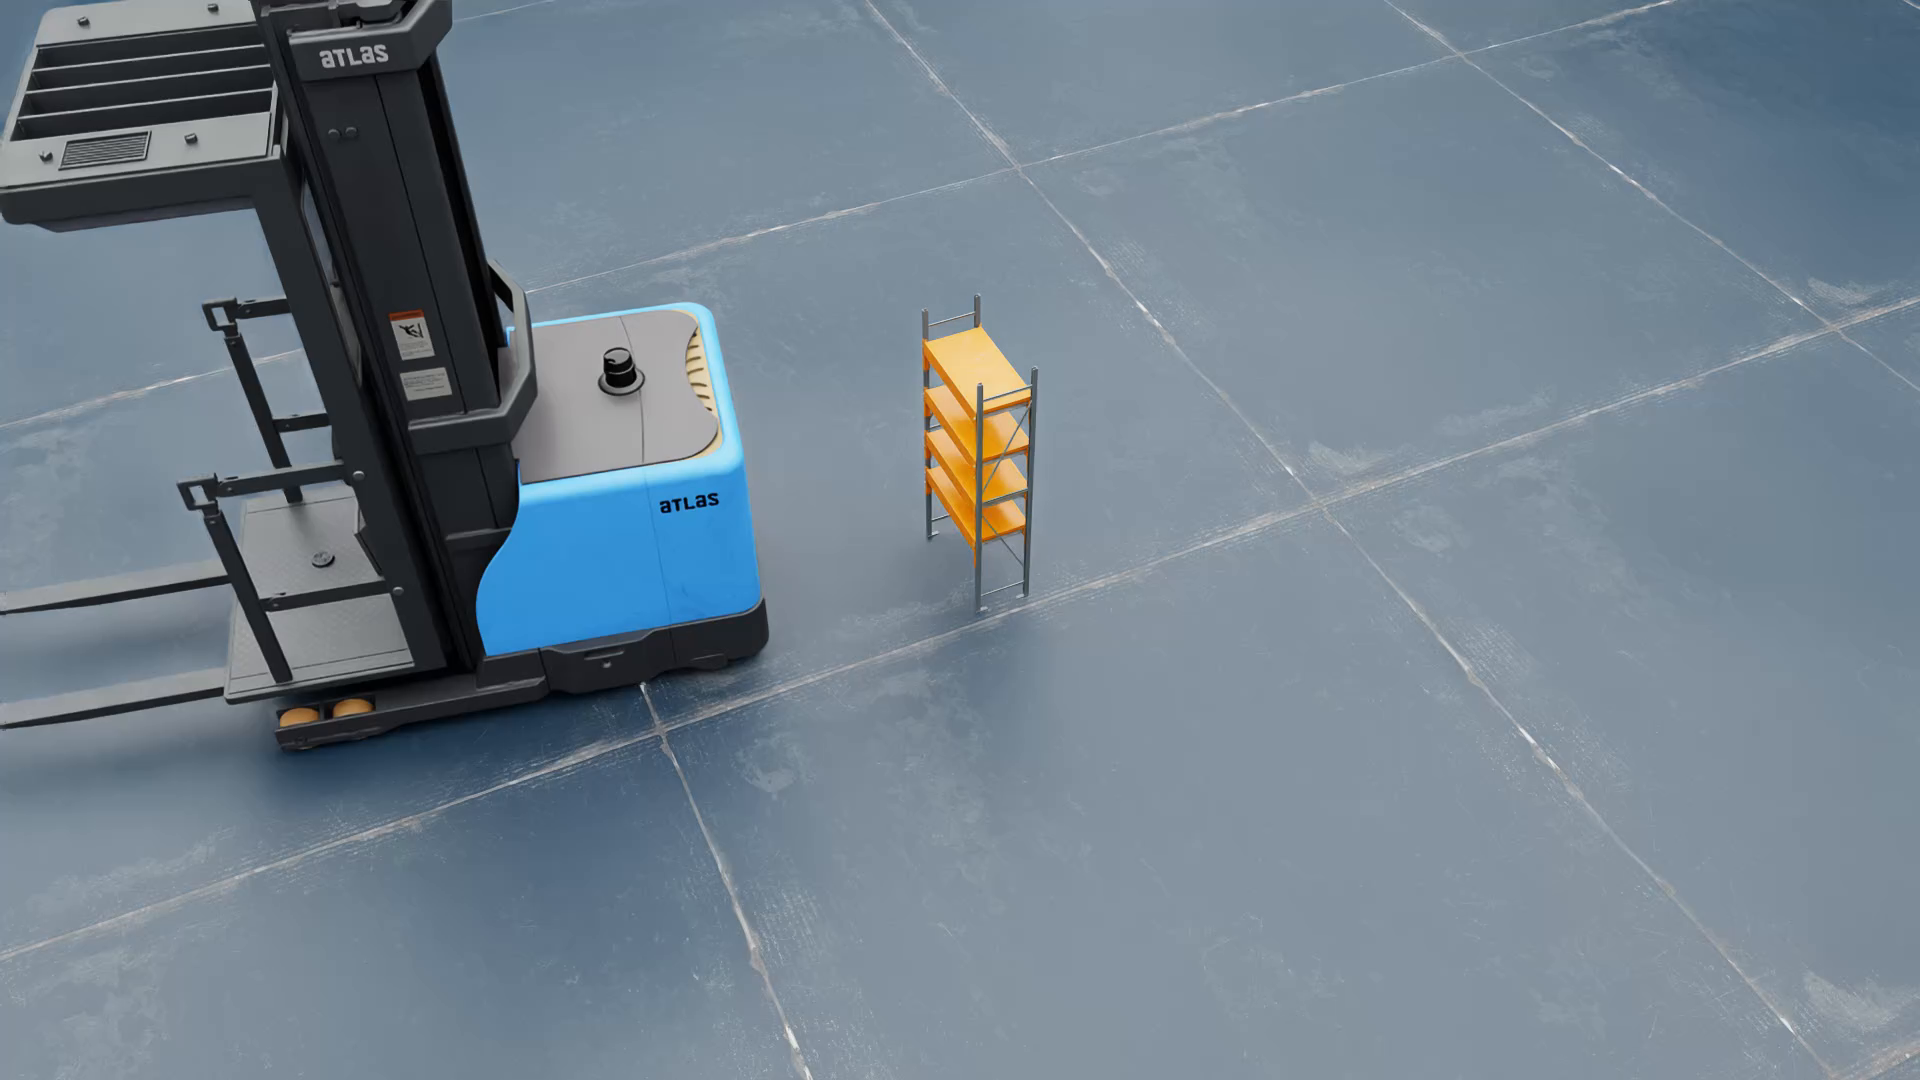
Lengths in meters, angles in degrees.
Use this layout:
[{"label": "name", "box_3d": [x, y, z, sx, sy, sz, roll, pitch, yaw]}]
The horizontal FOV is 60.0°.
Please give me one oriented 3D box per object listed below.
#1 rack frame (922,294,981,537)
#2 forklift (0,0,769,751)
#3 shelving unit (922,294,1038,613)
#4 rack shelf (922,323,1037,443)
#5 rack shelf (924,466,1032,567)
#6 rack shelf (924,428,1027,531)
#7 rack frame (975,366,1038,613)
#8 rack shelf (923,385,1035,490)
[{"label": "rack frame", "box_3d": [-0.033, -0.477, 6.748, 0.240, 1.200, 0.015, -18, 47, -17]}, {"label": "forklift", "box_3d": [-2.334, -0.659, 5.700, 3.031, 2.935, 1.130, -10, 45, -10]}, {"label": "shelving unit", "box_3d": [0.070, -0.322, 6.591, 0.258, 1.200, 0.503, -18, 47, -17]}, {"label": "rack shelf", "box_3d": [0.070, -0.601, 6.315, 0.258, 0.148, 0.480, -18, 47, -17]}, {"label": "rack shelf", "box_3d": [0.070, -0.132, 6.777, 0.258, 0.148, 0.480, -18, 47, -17]}, {"label": "rack shelf", "box_3d": [0.070, -0.274, 6.638, 0.258, 0.148, 0.480, -18, 47, -17]}, {"label": "rack frame", "box_3d": [0.172, -0.166, 6.433, 0.240, 1.200, 0.015, -18, 47, -17]}, {"label": "rack shelf", "box_3d": [0.070, -0.433, 6.481, 0.258, 0.148, 0.480, -18, 47, -17]}]
